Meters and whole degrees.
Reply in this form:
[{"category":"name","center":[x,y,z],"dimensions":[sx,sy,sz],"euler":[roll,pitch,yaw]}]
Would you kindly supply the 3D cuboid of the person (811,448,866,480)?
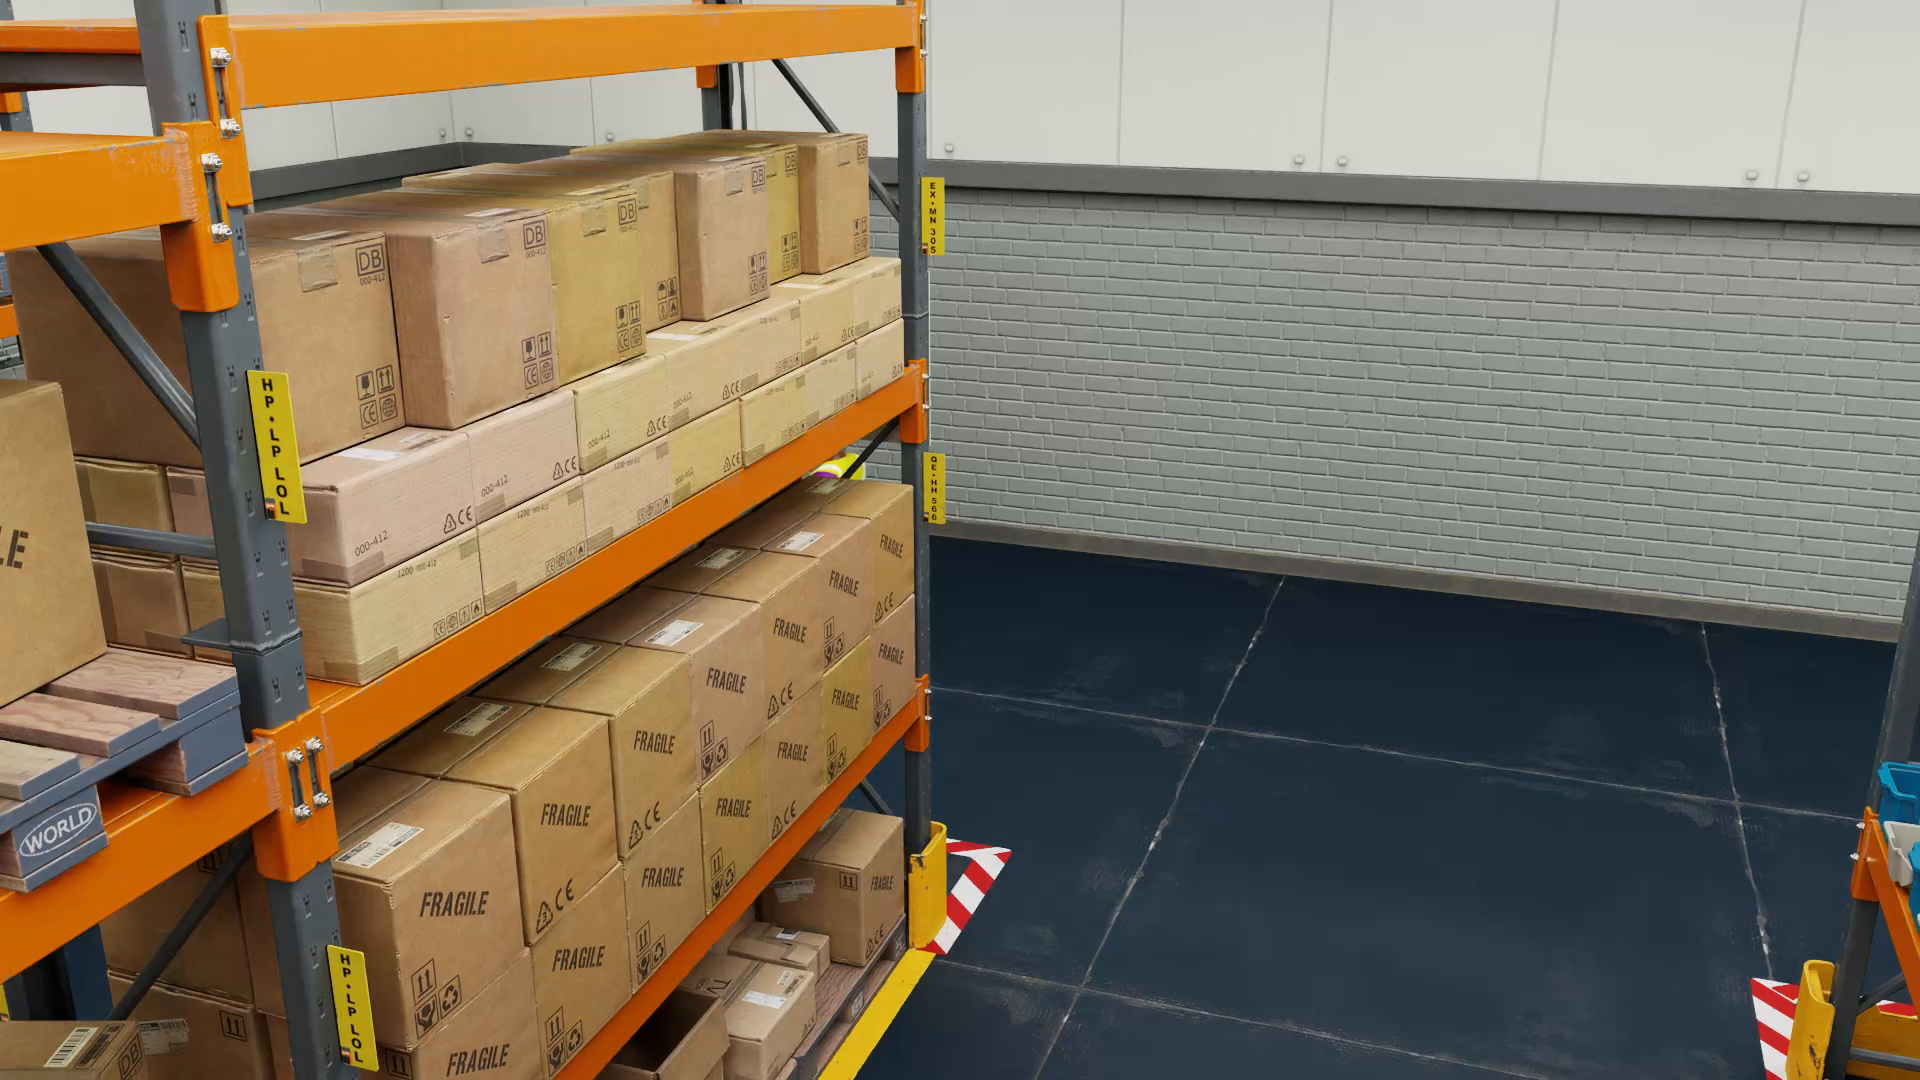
[{"category":"person","center":[-0.940,0.016,10.984],"dimensions":[0.577,1.760,0.503],"euler":[7,20,19]}]
